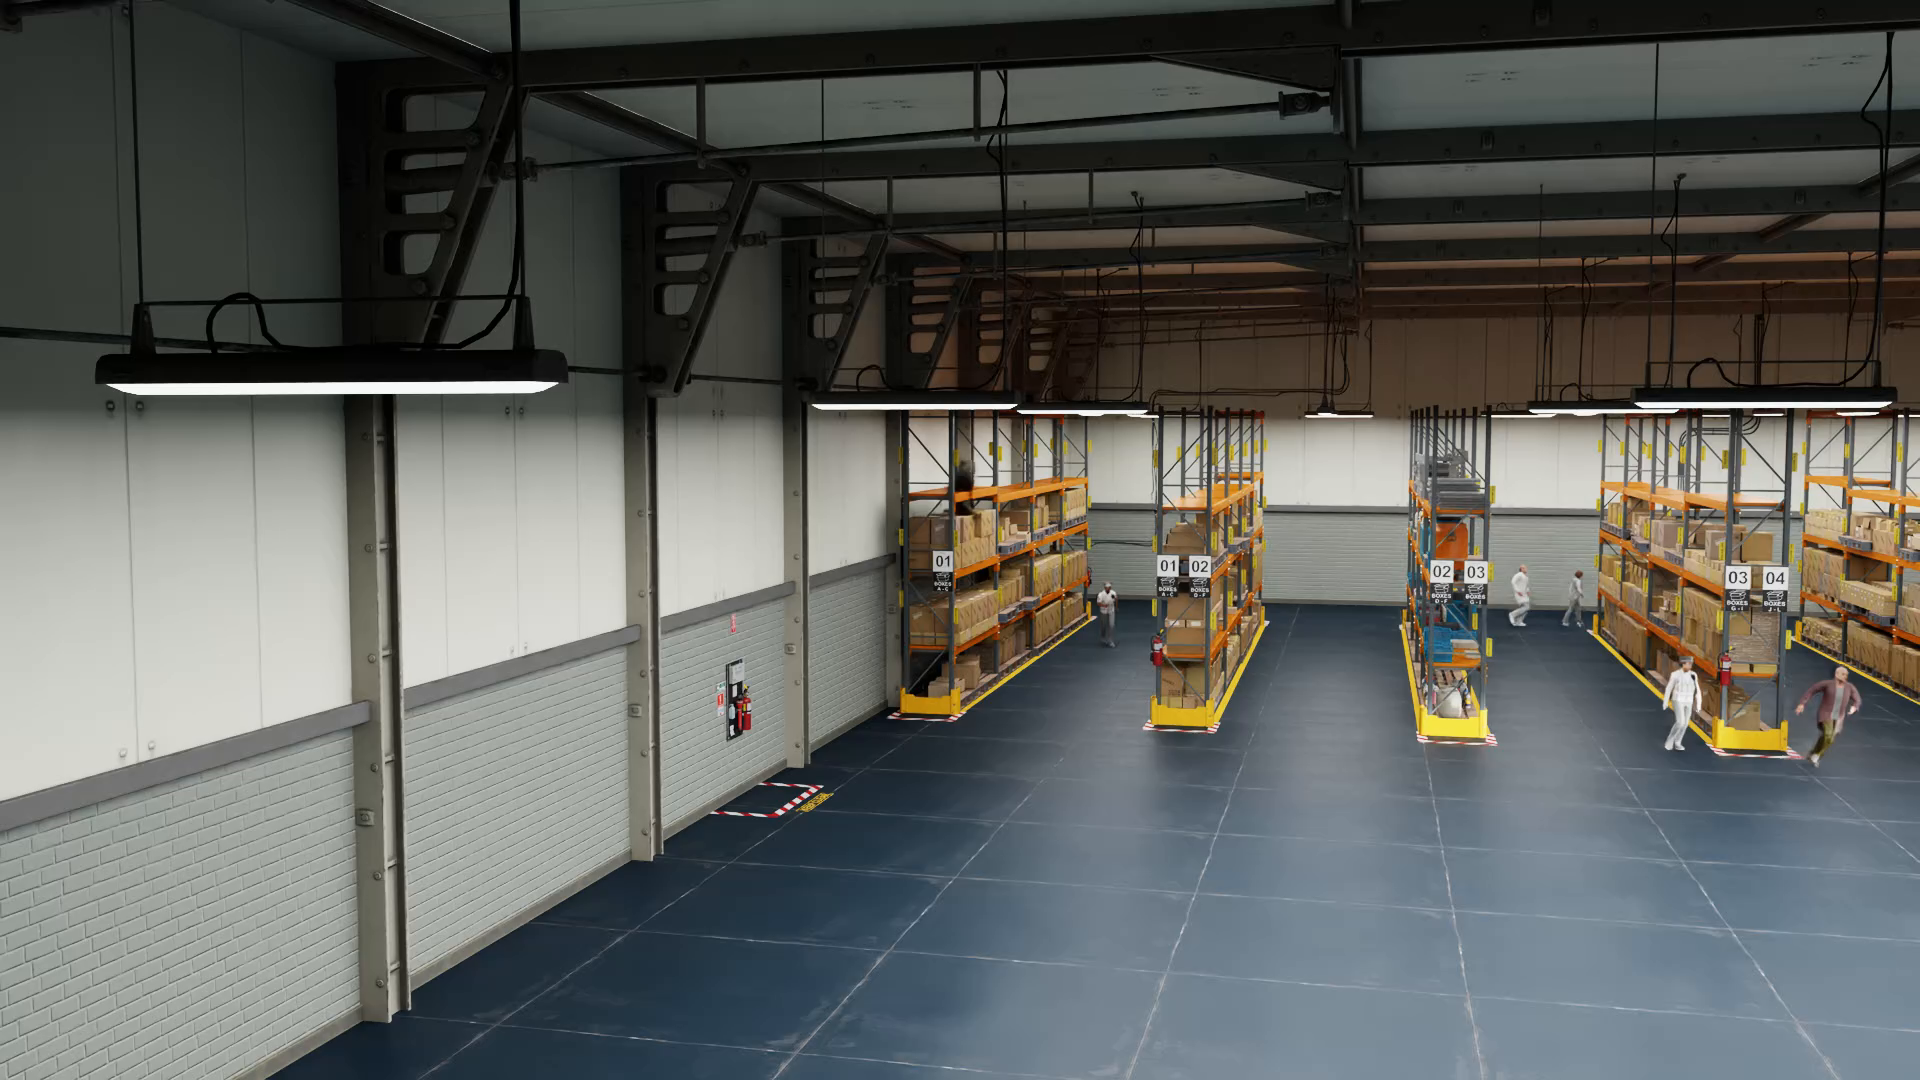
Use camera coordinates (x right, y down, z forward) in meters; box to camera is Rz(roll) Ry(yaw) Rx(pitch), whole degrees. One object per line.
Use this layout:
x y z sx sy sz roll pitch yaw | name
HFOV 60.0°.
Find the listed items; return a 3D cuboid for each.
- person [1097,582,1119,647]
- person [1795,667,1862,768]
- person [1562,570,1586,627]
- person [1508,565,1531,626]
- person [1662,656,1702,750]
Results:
3.763 1.864 42.376 0.582 1.659 0.954 0 4 0 | person
14.381 2.931 27.415 0.886 1.692 0.756 0 4 -1 | person
17.066 1.635 46.153 0.641 1.611 0.416 1 4 17 | person
15.705 1.578 46.475 0.521 1.623 0.747 2 5 28 | person
12.507 2.816 28.752 0.544 1.660 0.441 -1 4 -8 | person
